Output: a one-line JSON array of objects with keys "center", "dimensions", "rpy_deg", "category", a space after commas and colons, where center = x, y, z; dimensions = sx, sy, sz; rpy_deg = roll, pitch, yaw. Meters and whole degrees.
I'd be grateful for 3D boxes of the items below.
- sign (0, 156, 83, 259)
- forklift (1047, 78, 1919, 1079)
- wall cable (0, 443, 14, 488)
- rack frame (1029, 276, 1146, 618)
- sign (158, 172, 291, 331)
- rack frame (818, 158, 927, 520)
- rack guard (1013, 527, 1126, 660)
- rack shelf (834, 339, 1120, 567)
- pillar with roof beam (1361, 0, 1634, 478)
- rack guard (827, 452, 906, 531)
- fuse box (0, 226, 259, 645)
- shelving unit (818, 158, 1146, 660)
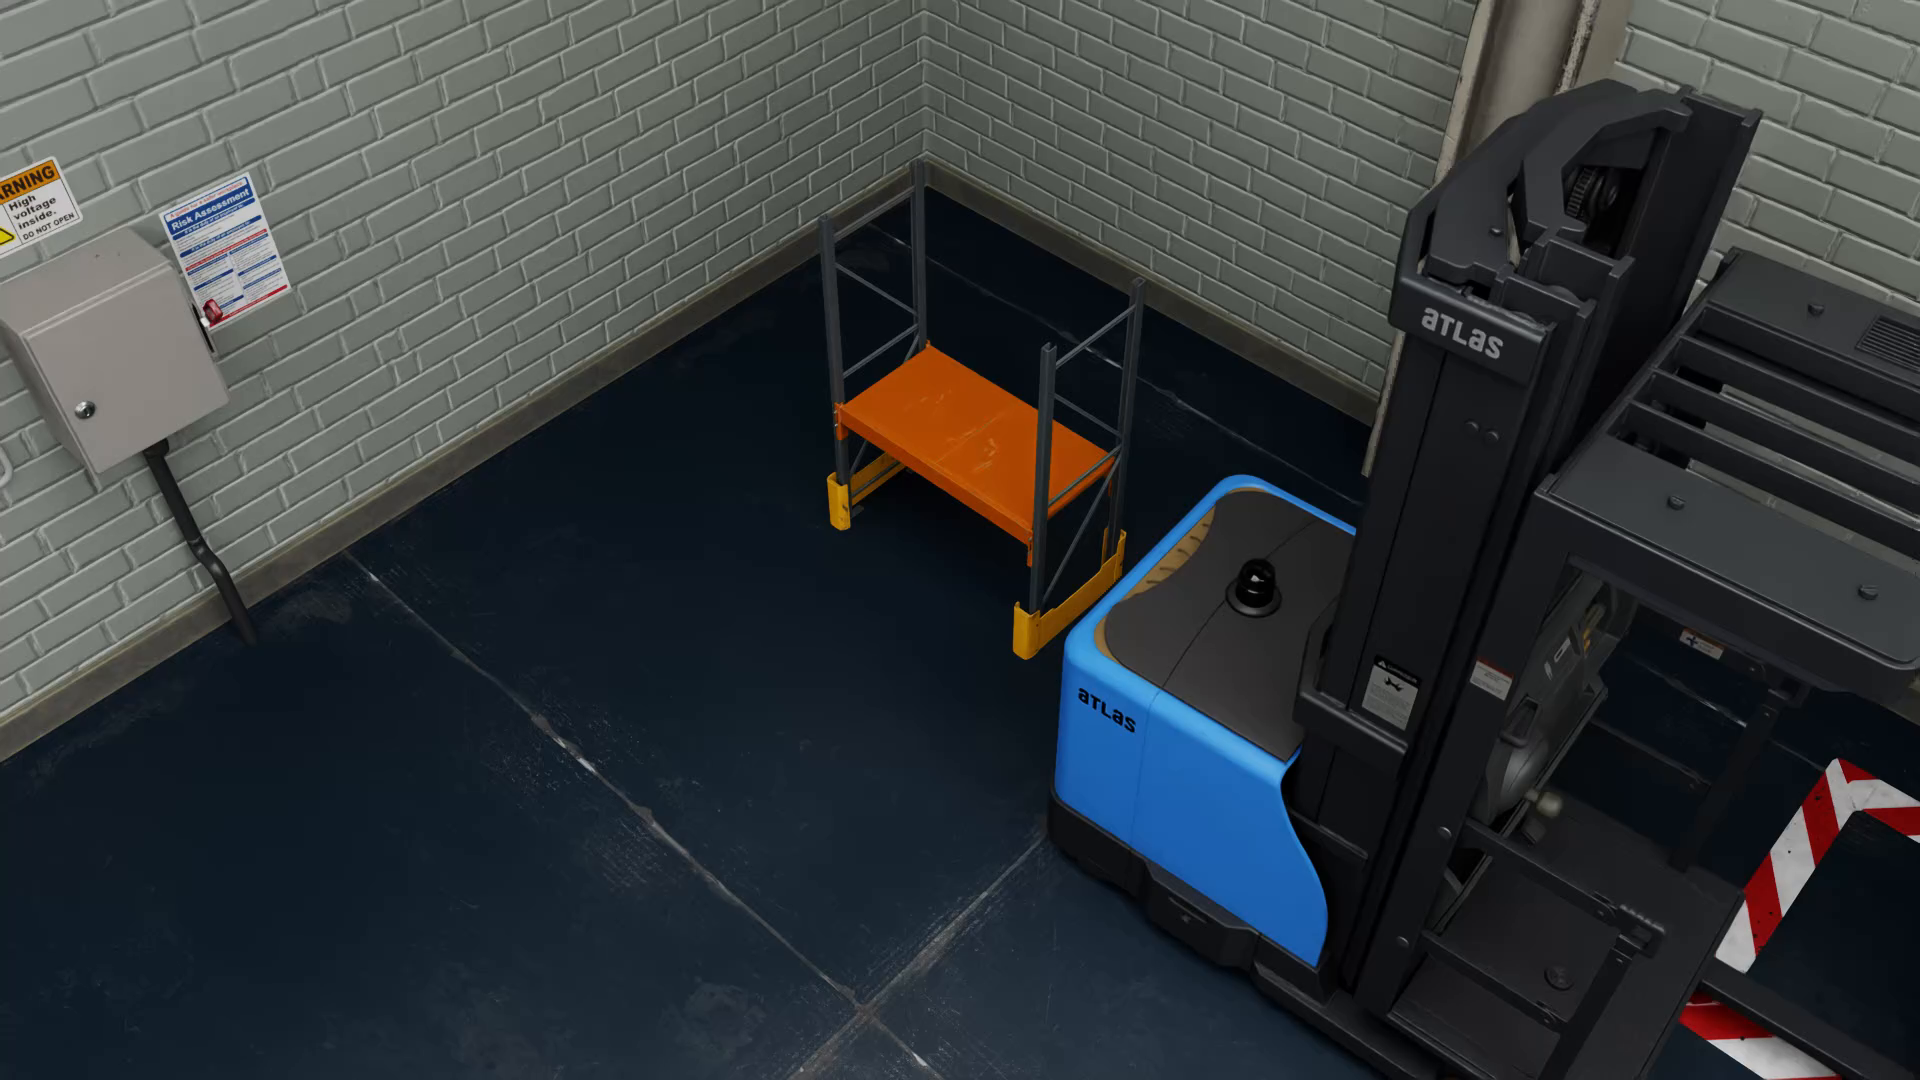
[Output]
[{"center": [-2.873, -1.001, 5.066], "dimensions": [0.001, 0.242, 0.339], "rpy_deg": [34, 55, 28], "category": "sign"}, {"center": [1.762, 0.439, 4.327], "dimensions": [3.031, 2.935, 1.130], "rpy_deg": [31, 54, 26], "category": "forklift"}, {"center": [-3.262, -0.706, 4.658], "dimensions": [0.122, 1.984, 0.588], "rpy_deg": [34, 55, 28], "category": "wall cable"}, {"center": [0.436, -0.220, 5.928], "dimensions": [0.032, 1.500, 0.500], "rpy_deg": [34, 55, 28], "category": "rack frame"}, {"center": [-2.500, -0.980, 5.678], "dimensions": [0.001, 0.494, 0.329], "rpy_deg": [34, 55, 28], "category": "sign"}, {"center": [-0.311, -0.723, 6.400], "dimensions": [0.032, 1.500, 0.500], "rpy_deg": [34, 55, 28], "category": "rack frame"}, {"center": [0.422, 0.198, 6.392], "dimensions": [0.087, 0.250, 0.587], "rpy_deg": [34, 55, 28], "category": "rack guard"}, {"center": [0.063, -0.348, 6.295], "dimensions": [1.000, 0.185, 0.538], "rpy_deg": [34, 55, 28], "category": "rack shelf"}, {"center": [-0.982, -1.041, 1.555], "dimensions": [0.400, 9.000, 9.100], "rpy_deg": [34, 55, 28], "category": "pillar with roof beam"}, {"center": [-0.310, -0.294, 6.855], "dimensions": [0.087, 0.250, 0.587], "rpy_deg": [34, 55, 28], "category": "rack guard"}, {"center": [-2.683, -0.205, 5.768], "dimensions": [0.414, 1.711, 0.539], "rpy_deg": [34, 55, 28], "category": "fuse box"}, {"center": [0.056, -0.476, 6.168], "dimensions": [1.083, 1.500, 0.587], "rpy_deg": [34, 55, 28], "category": "shelving unit"}]
